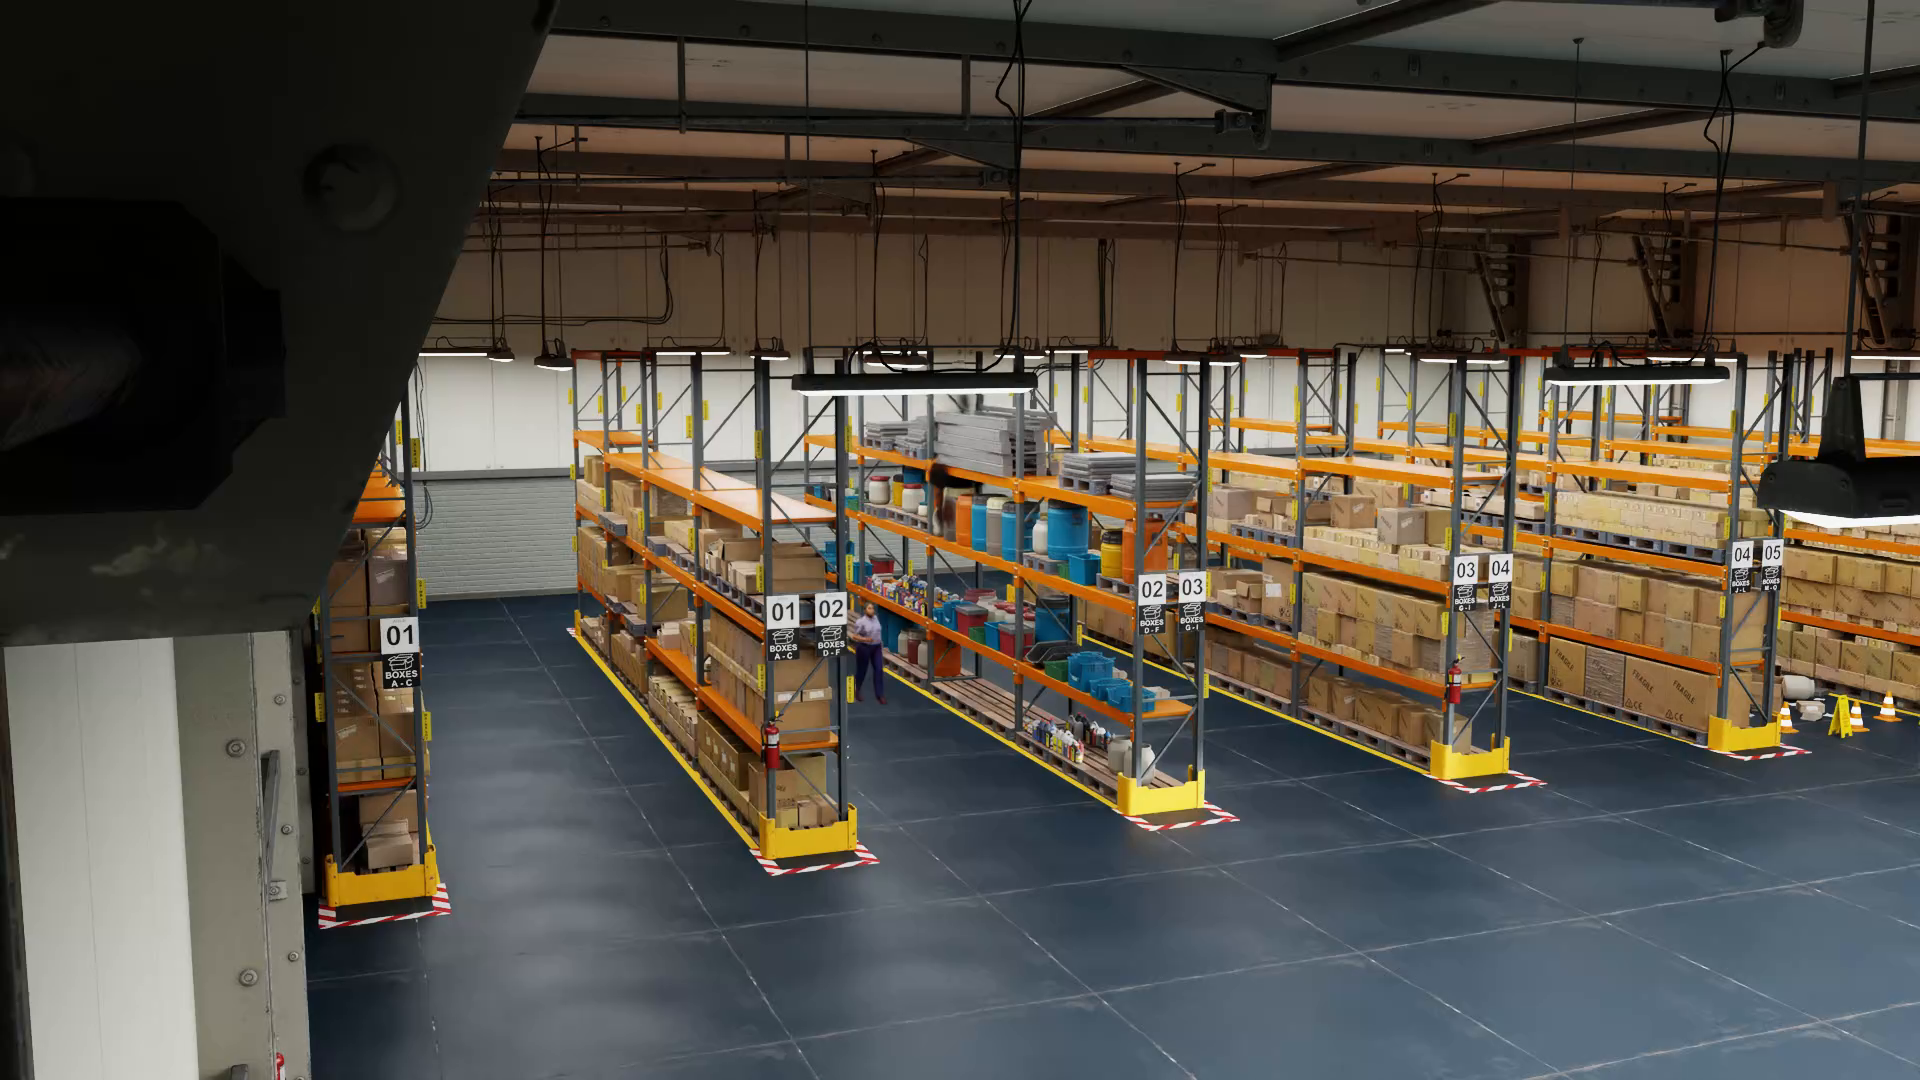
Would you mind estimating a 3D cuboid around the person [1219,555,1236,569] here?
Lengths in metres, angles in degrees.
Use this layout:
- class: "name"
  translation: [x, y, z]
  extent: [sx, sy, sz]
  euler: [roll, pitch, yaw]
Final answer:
- class: "person"
  translation: [6.745, 0.389, 41.605]
  extent: [0.622, 1.608, 0.605]
  euler: [5, 8, 33]

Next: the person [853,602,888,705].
- class: "person"
  translation: [-1.474, 1.850, 27.210]
  extent: [0.609, 1.687, 0.837]
  euler: [-5, 9, -34]
